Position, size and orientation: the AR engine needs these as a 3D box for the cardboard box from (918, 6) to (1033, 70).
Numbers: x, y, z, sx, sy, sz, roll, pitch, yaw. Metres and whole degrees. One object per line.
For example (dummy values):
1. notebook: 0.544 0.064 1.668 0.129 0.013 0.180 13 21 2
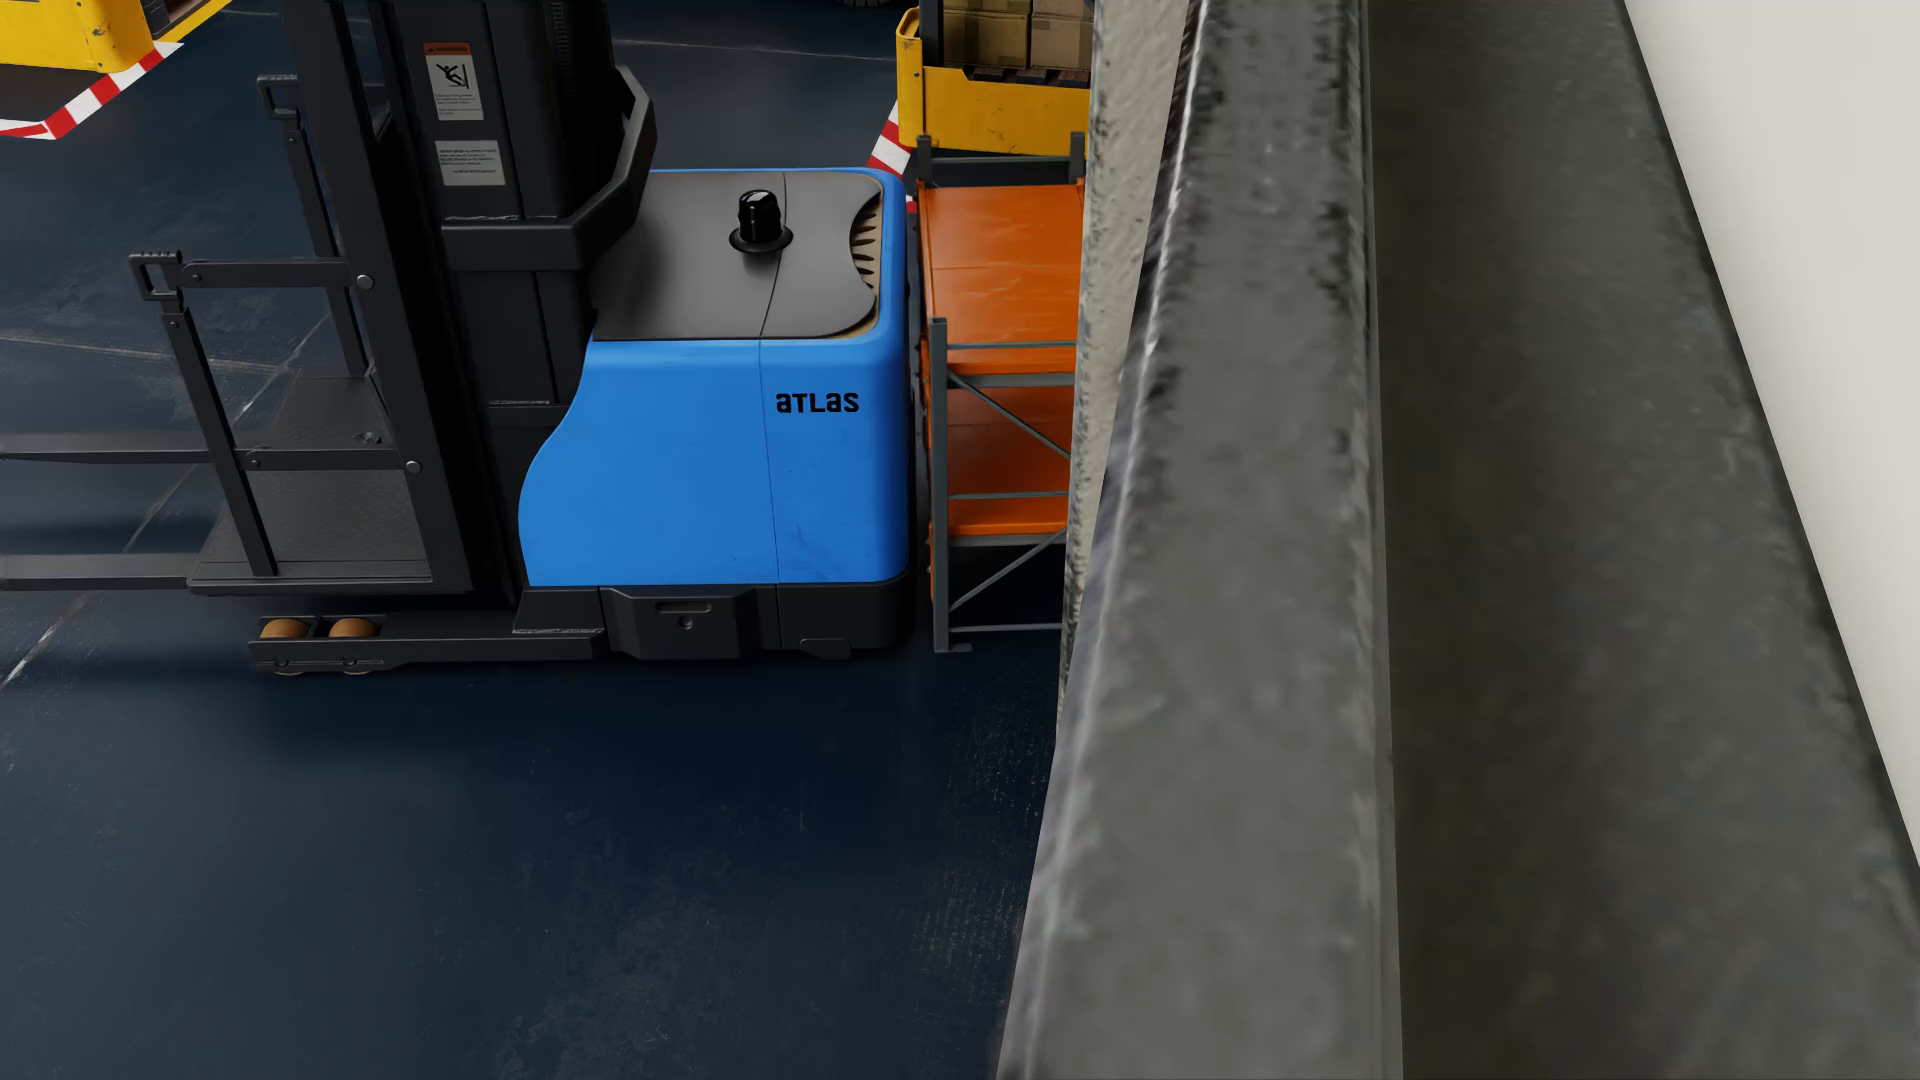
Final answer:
1. cardboard box: 0.097 -2.391 7.617 0.500 0.250 0.500 7 40 8

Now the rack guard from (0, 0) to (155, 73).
1. rack guard: -4.550 -2.589 7.989 1.175 0.500 0.348 6 40 8

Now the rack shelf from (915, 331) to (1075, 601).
1. rack shelf: 0.148 -0.256 5.061 0.538 0.278 1.000 -2 40 -2

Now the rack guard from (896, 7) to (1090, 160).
1. rack guard: 0.323 -1.981 7.254 1.175 0.500 0.348 6 40 8

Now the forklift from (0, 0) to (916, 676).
1. forklift: -1.654 -1.082 4.258 3.031 2.935 1.130 -1 40 -1

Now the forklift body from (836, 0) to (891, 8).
1. forklift body: -1.142 -4.024 8.429 2.313 2.155 1.214 6 40 8

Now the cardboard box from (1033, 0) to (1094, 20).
1. cardboard box: 0.613 -2.527 7.388 0.500 0.250 0.500 7 40 8

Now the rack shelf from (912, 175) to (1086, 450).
1. rack shelf: 0.148 -0.670 4.718 0.538 0.278 1.000 -2 40 -2

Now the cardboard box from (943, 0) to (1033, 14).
1. cardboard box: 0.103 -2.594 7.470 0.500 0.250 0.500 6 40 7

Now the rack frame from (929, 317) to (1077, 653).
1. rack frame: 0.174 -0.121 4.514 0.500 1.125 0.032 -2 40 -2

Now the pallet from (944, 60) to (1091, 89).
1. pallet: 0.418 -2.370 7.950 1.003 0.211 1.213 6 40 8

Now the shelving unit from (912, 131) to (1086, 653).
1. shelving unit: 0.148 -0.445 4.905 0.538 1.125 1.048 -2 40 -2

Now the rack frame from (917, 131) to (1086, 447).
1. rack frame: 0.122 -0.768 5.296 0.500 1.125 0.032 -2 40 -2

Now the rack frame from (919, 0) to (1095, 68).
1. rack frame: 0.327 -2.960 6.476 1.000 3.000 0.127 6 40 8

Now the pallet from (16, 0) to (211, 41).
1. pallet: -4.374 -2.984 8.693 1.003 0.211 1.213 6 40 8

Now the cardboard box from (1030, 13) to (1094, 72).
1. cardboard box: 0.604 -2.348 7.565 0.500 0.250 0.500 7 40 8
